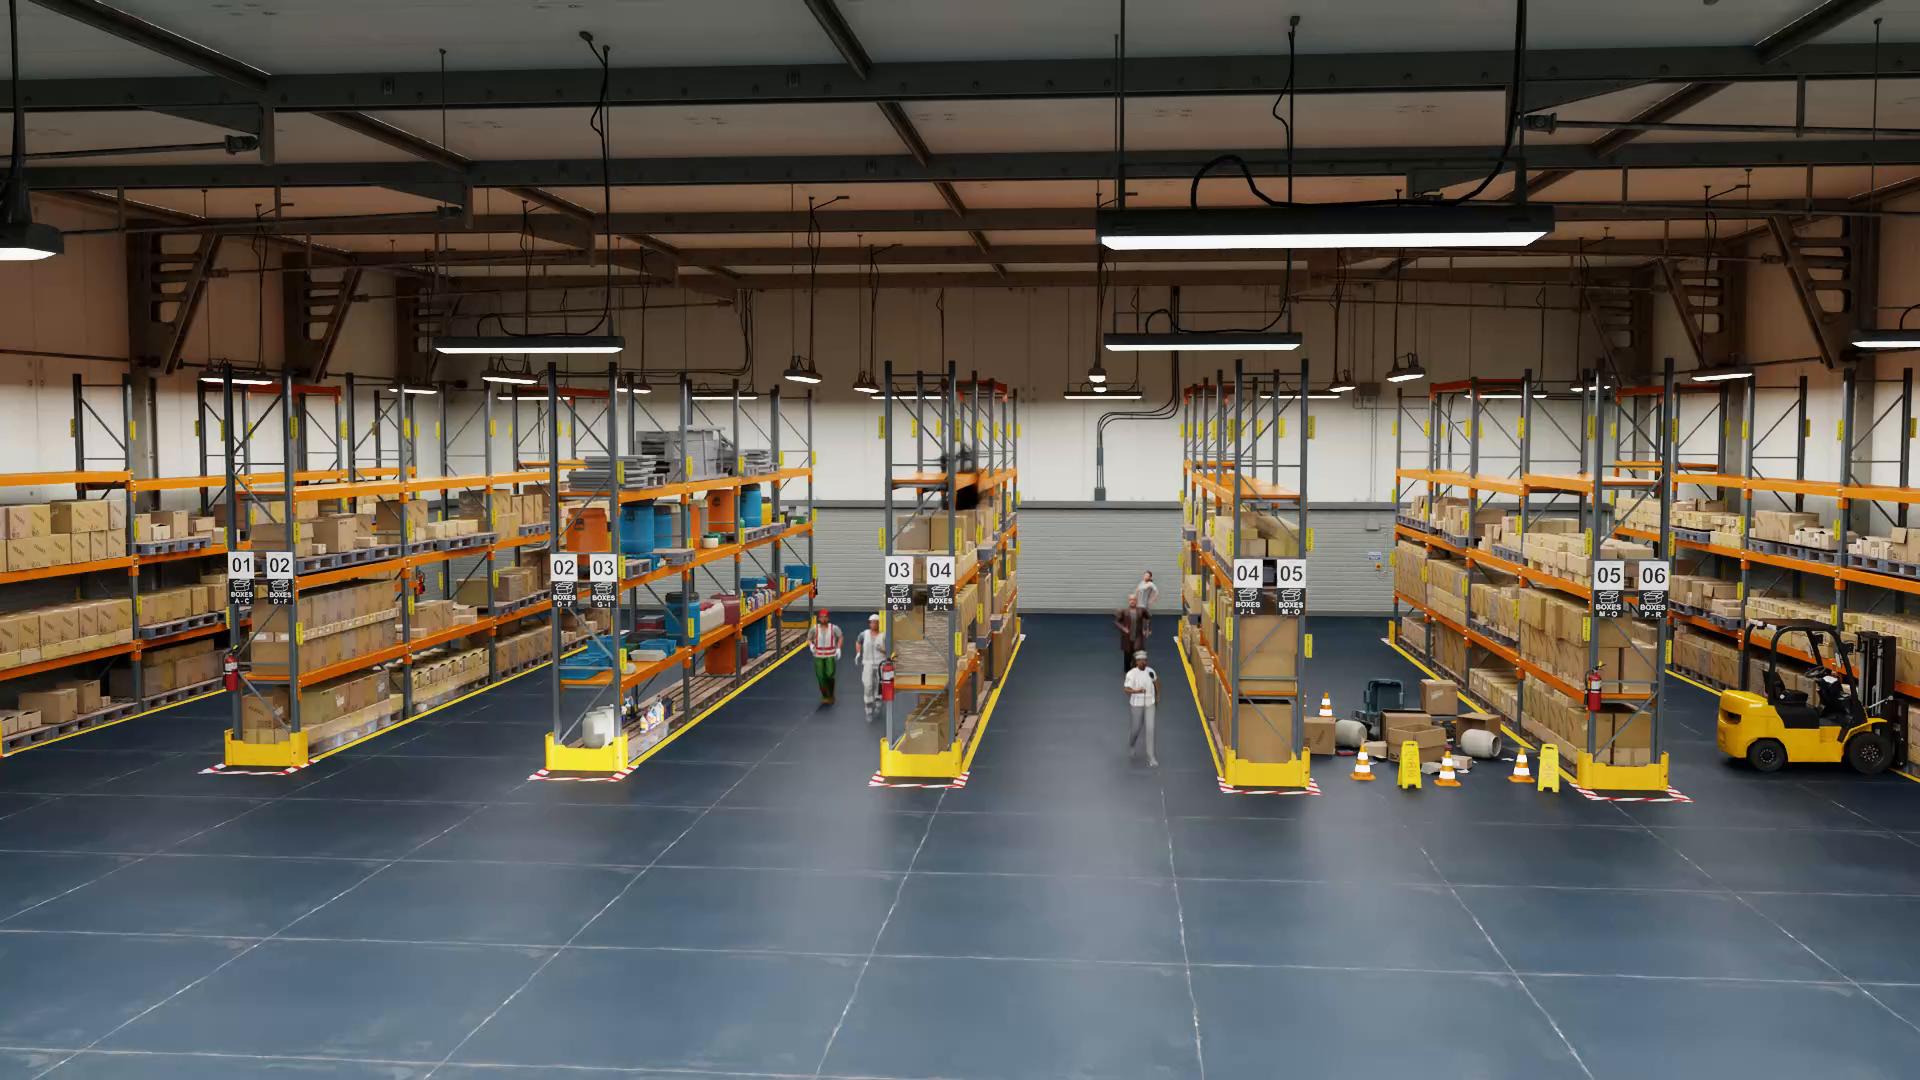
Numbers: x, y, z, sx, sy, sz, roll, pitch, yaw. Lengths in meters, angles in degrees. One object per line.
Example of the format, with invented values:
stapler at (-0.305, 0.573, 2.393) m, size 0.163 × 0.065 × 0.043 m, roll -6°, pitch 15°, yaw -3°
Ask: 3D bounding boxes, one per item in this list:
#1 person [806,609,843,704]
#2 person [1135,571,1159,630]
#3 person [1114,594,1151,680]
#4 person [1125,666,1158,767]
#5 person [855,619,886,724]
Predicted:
person at (-2.472, 2.126, 30.222) m, size 0.651 × 1.744 × 0.540 m, roll 0°, pitch 4°, yaw 3°
person at (4.422, 1.494, 40.512) m, size 0.688 × 1.521 × 0.680 m, roll -1°, pitch 4°, yaw -11°
person at (3.396, 1.961, 32.738) m, size 0.734 × 1.799 × 0.933 m, roll 0°, pitch 4°, yaw 4°
person at (2.722, 2.618, 25.026) m, size 0.491 × 1.431 × 0.995 m, roll 0°, pitch 4°, yaw -5°
person at (-1.490, 2.223, 28.792) m, size 0.651 × 1.787 × 0.852 m, roll 0°, pitch 4°, yaw -3°
